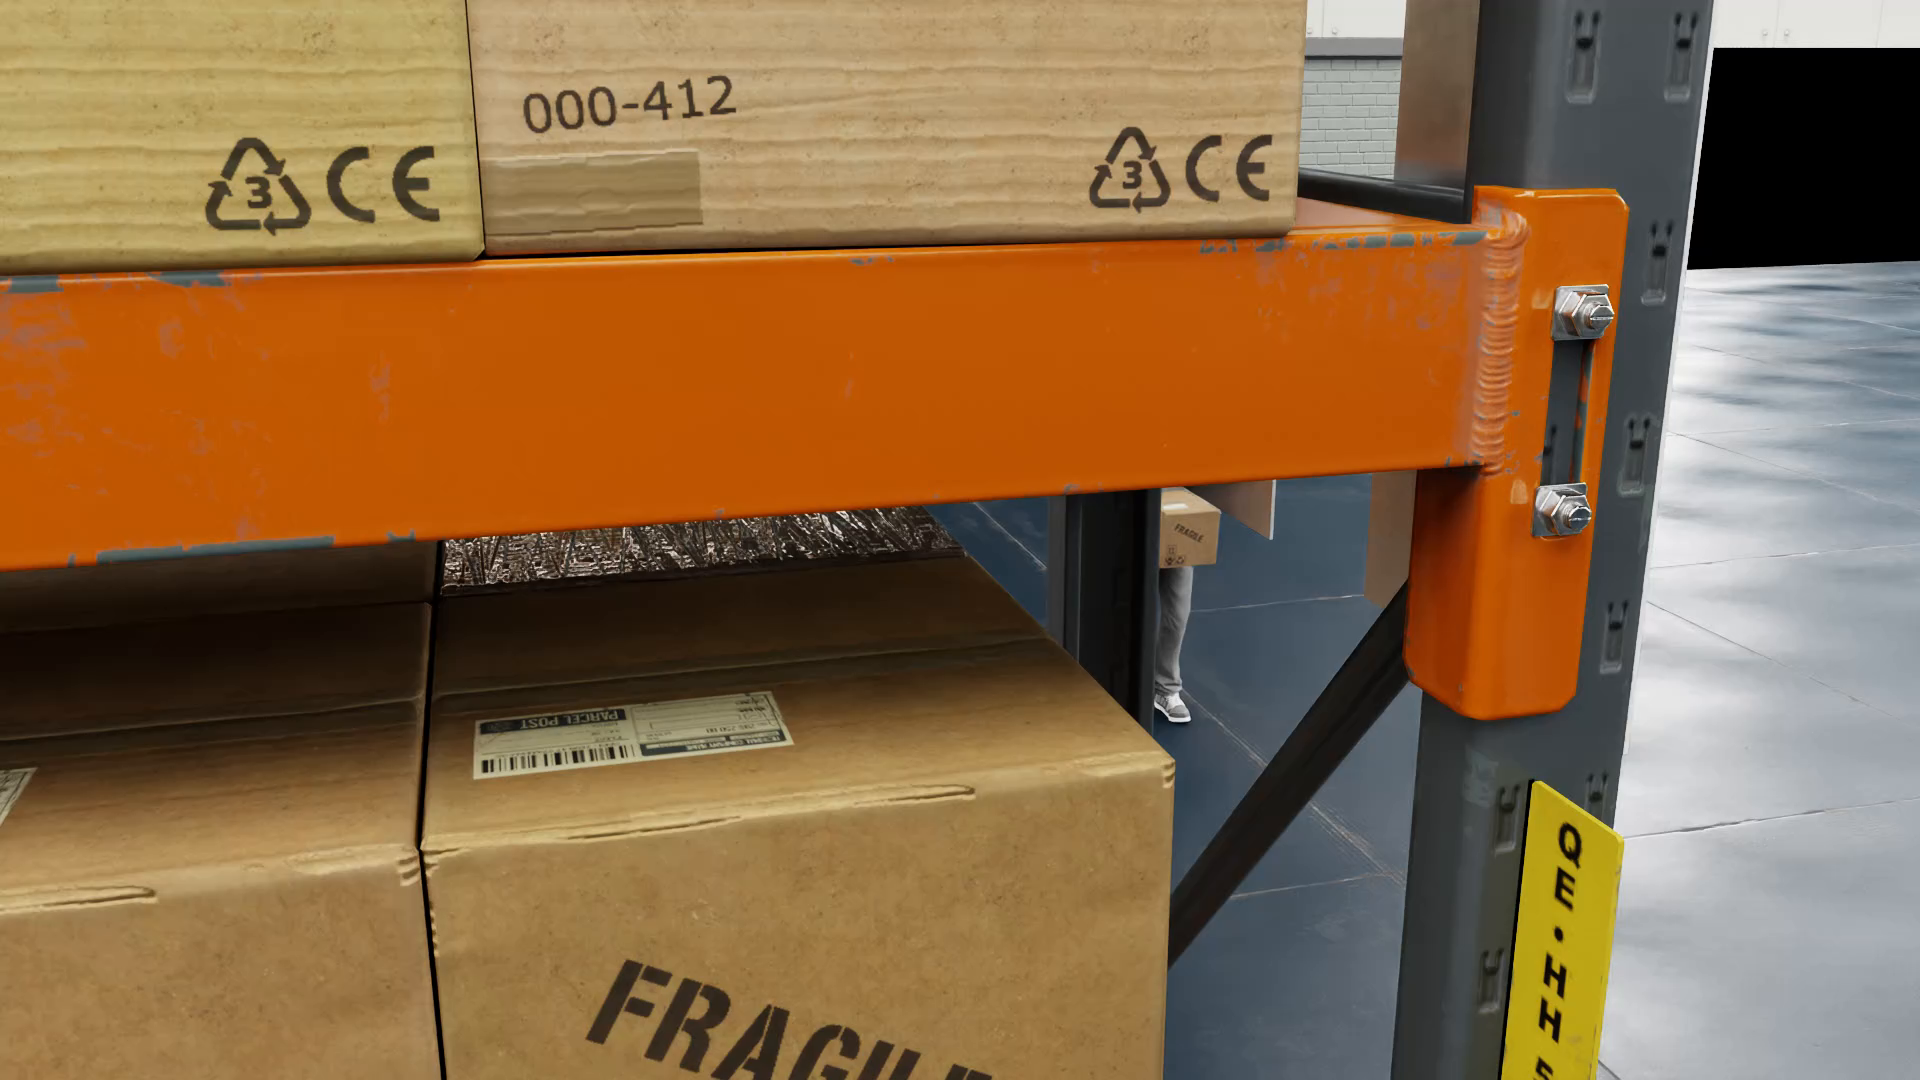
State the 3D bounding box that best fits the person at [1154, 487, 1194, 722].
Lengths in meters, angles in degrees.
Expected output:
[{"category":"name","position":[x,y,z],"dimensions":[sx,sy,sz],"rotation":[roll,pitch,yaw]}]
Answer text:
[{"category":"person","position":[0.896,0.065,7.338],"dimensions":[0.404,1.596,0.490],"rotation":[-4,17,-15]}]
